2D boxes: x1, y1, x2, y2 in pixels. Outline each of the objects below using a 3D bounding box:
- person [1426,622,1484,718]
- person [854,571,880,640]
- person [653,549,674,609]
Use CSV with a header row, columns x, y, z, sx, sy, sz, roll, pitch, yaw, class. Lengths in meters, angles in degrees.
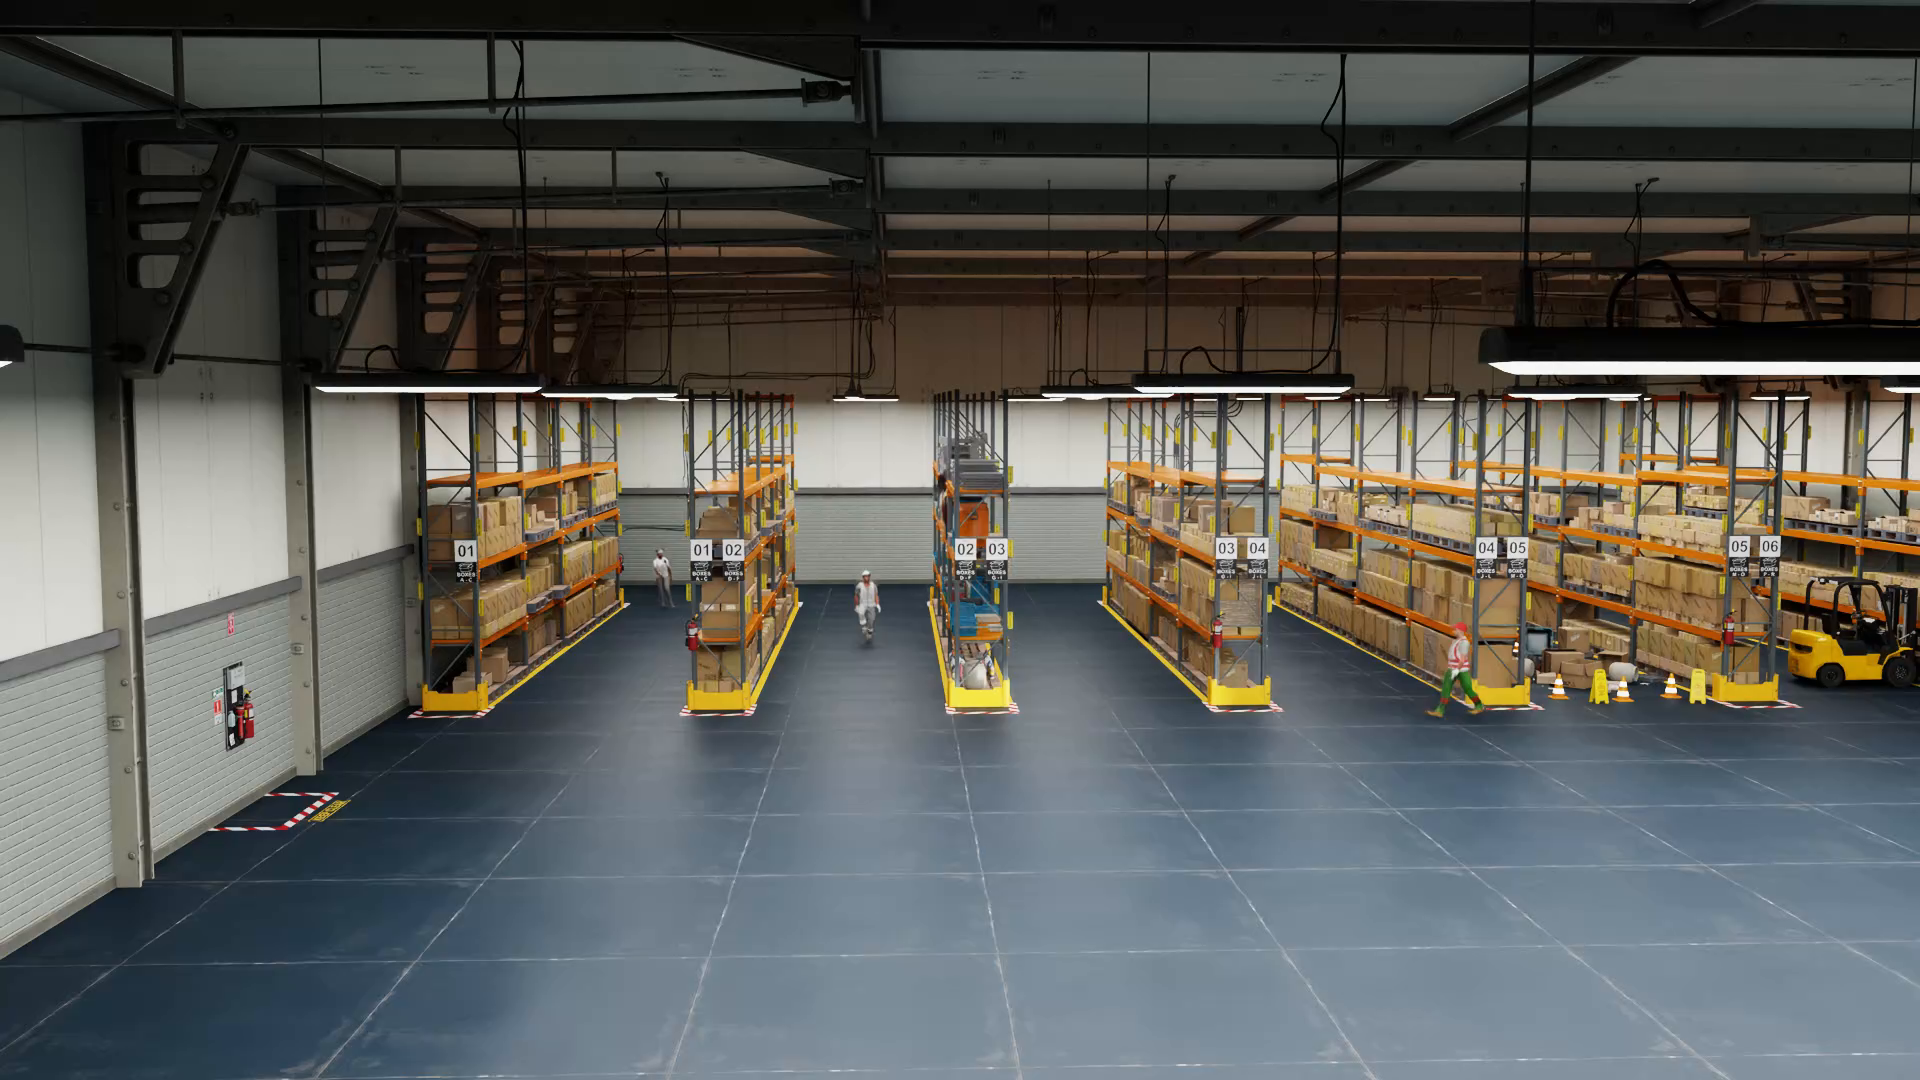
x,y,z,sx,sy,sz,roll,pitch,yaw,class
9.090,2.376,30.348,1.062,1.752,0.497,-2,5,-26,person
-2.206,1.592,39.627,0.620,1.710,1.055,0,5,-4,person
-8.341,1.084,46.757,0.547,1.701,0.725,-1,5,-17,person
